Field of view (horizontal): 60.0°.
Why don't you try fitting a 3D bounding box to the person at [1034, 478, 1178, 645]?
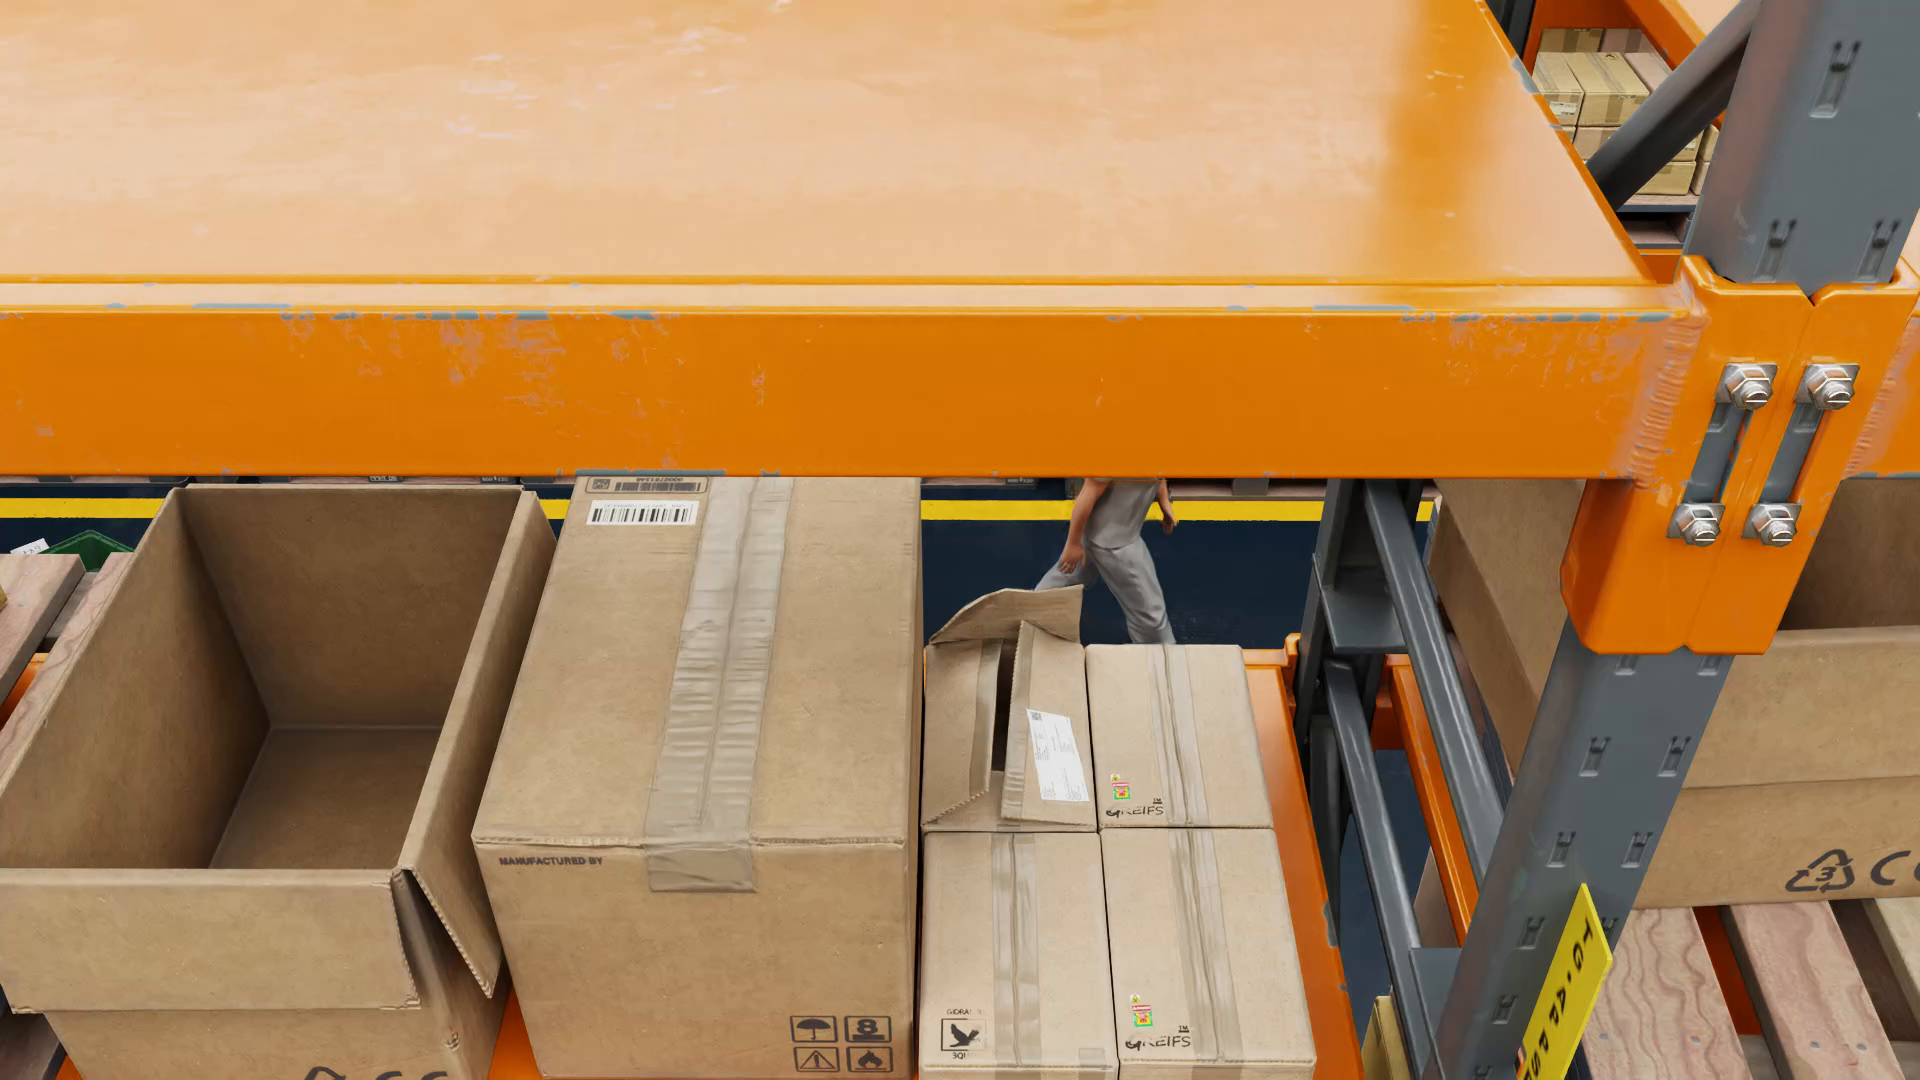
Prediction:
[{"bbox_3d":[0.650,-0.068,6.230,0.963,1.607,0.469,13,41,15],"label":"person"}]
